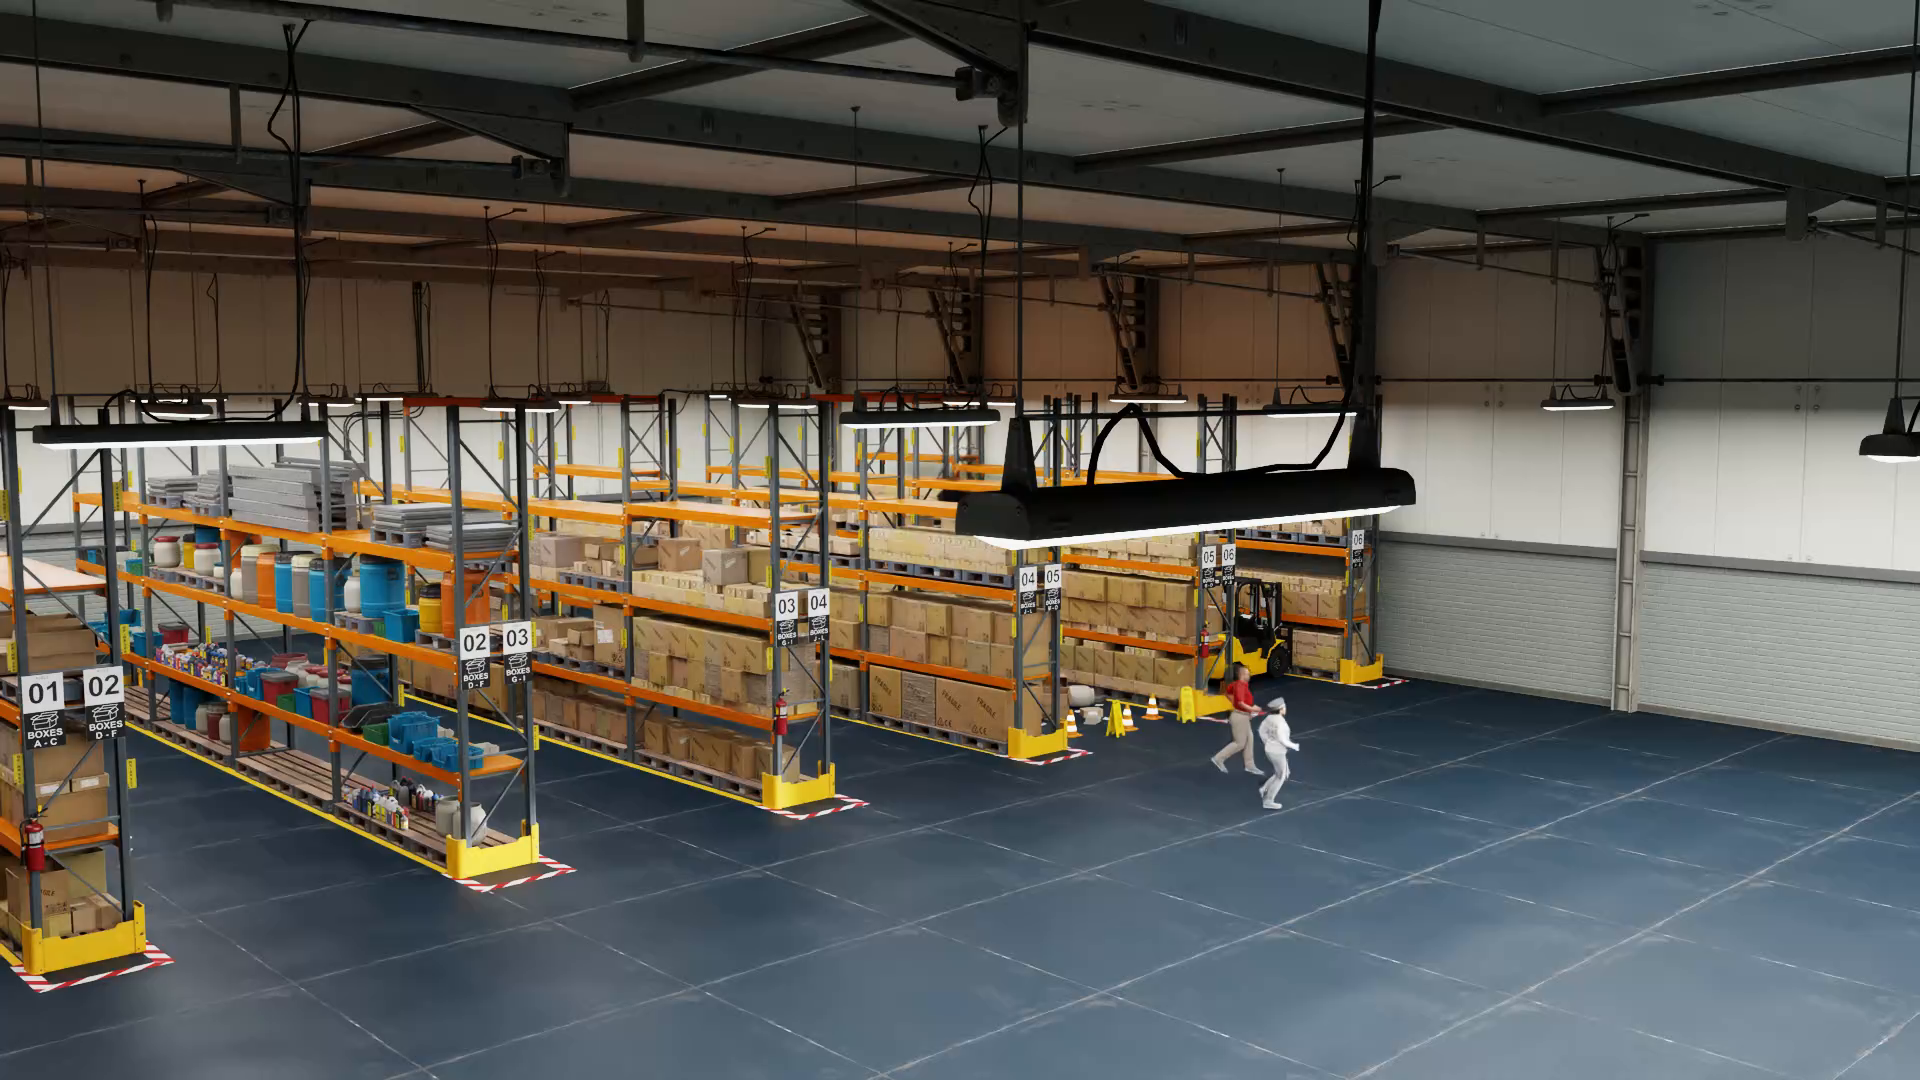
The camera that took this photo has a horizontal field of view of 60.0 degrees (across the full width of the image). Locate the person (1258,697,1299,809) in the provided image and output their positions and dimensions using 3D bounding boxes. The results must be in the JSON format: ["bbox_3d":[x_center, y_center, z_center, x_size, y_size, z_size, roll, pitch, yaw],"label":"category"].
[{"bbox_3d":[4.706,3.136,24.505,0.535,1.653,0.631,-1,6,-10],"label":"person"}]

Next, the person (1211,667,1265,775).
[{"bbox_3d":[4.463,2.904,26.641,0.867,1.752,0.685,0,6,3],"label":"person"}]

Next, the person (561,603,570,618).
[{"bbox_3d":[-9.716,1.508,41.156,0.501,1.735,0.718,1,6,12],"label":"person"}]
